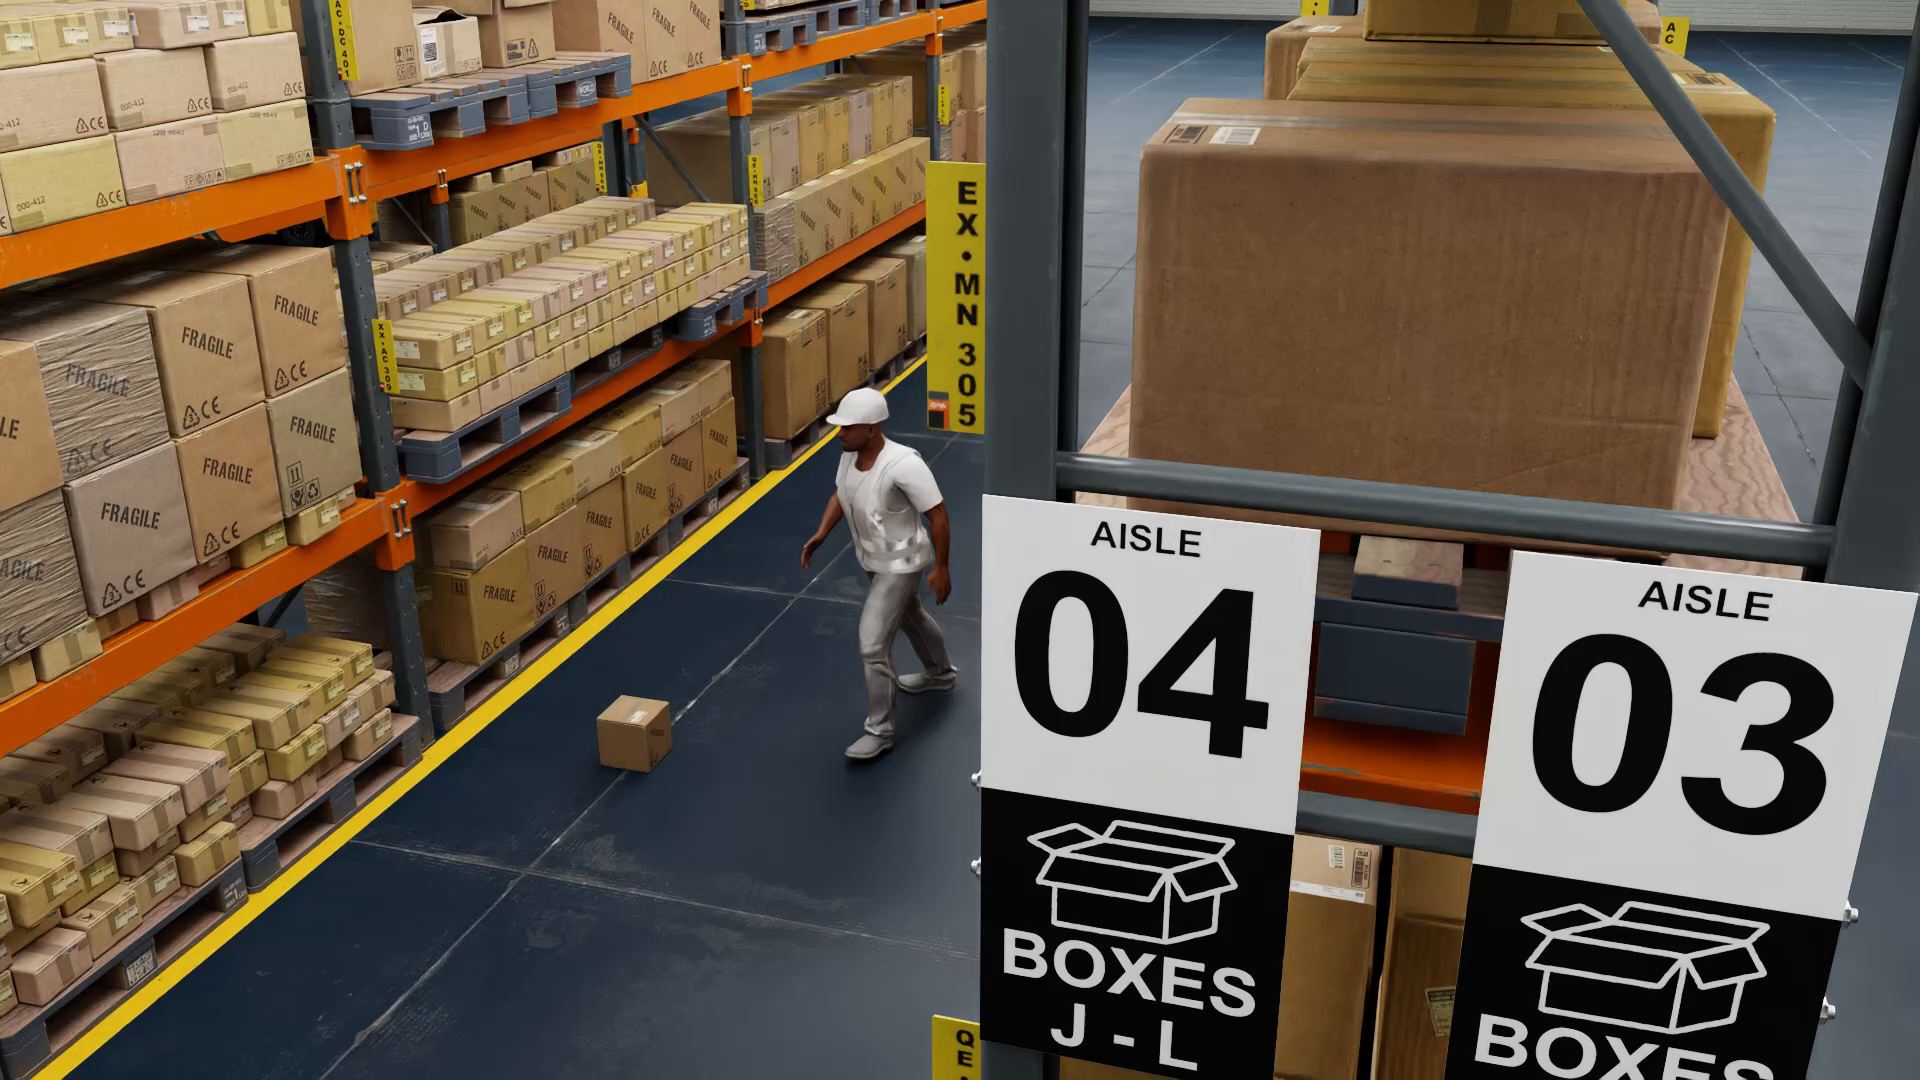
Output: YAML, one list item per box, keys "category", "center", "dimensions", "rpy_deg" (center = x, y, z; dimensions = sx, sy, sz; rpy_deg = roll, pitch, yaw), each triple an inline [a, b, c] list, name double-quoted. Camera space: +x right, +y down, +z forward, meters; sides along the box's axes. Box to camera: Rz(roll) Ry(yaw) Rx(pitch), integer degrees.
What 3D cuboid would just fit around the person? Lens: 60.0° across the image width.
- category: "person"
  center: [-0.317, 0.097, 7.871]
  dimensions: [0.827, 1.713, 0.702]
  rpy_deg: [-11, 25, -26]
